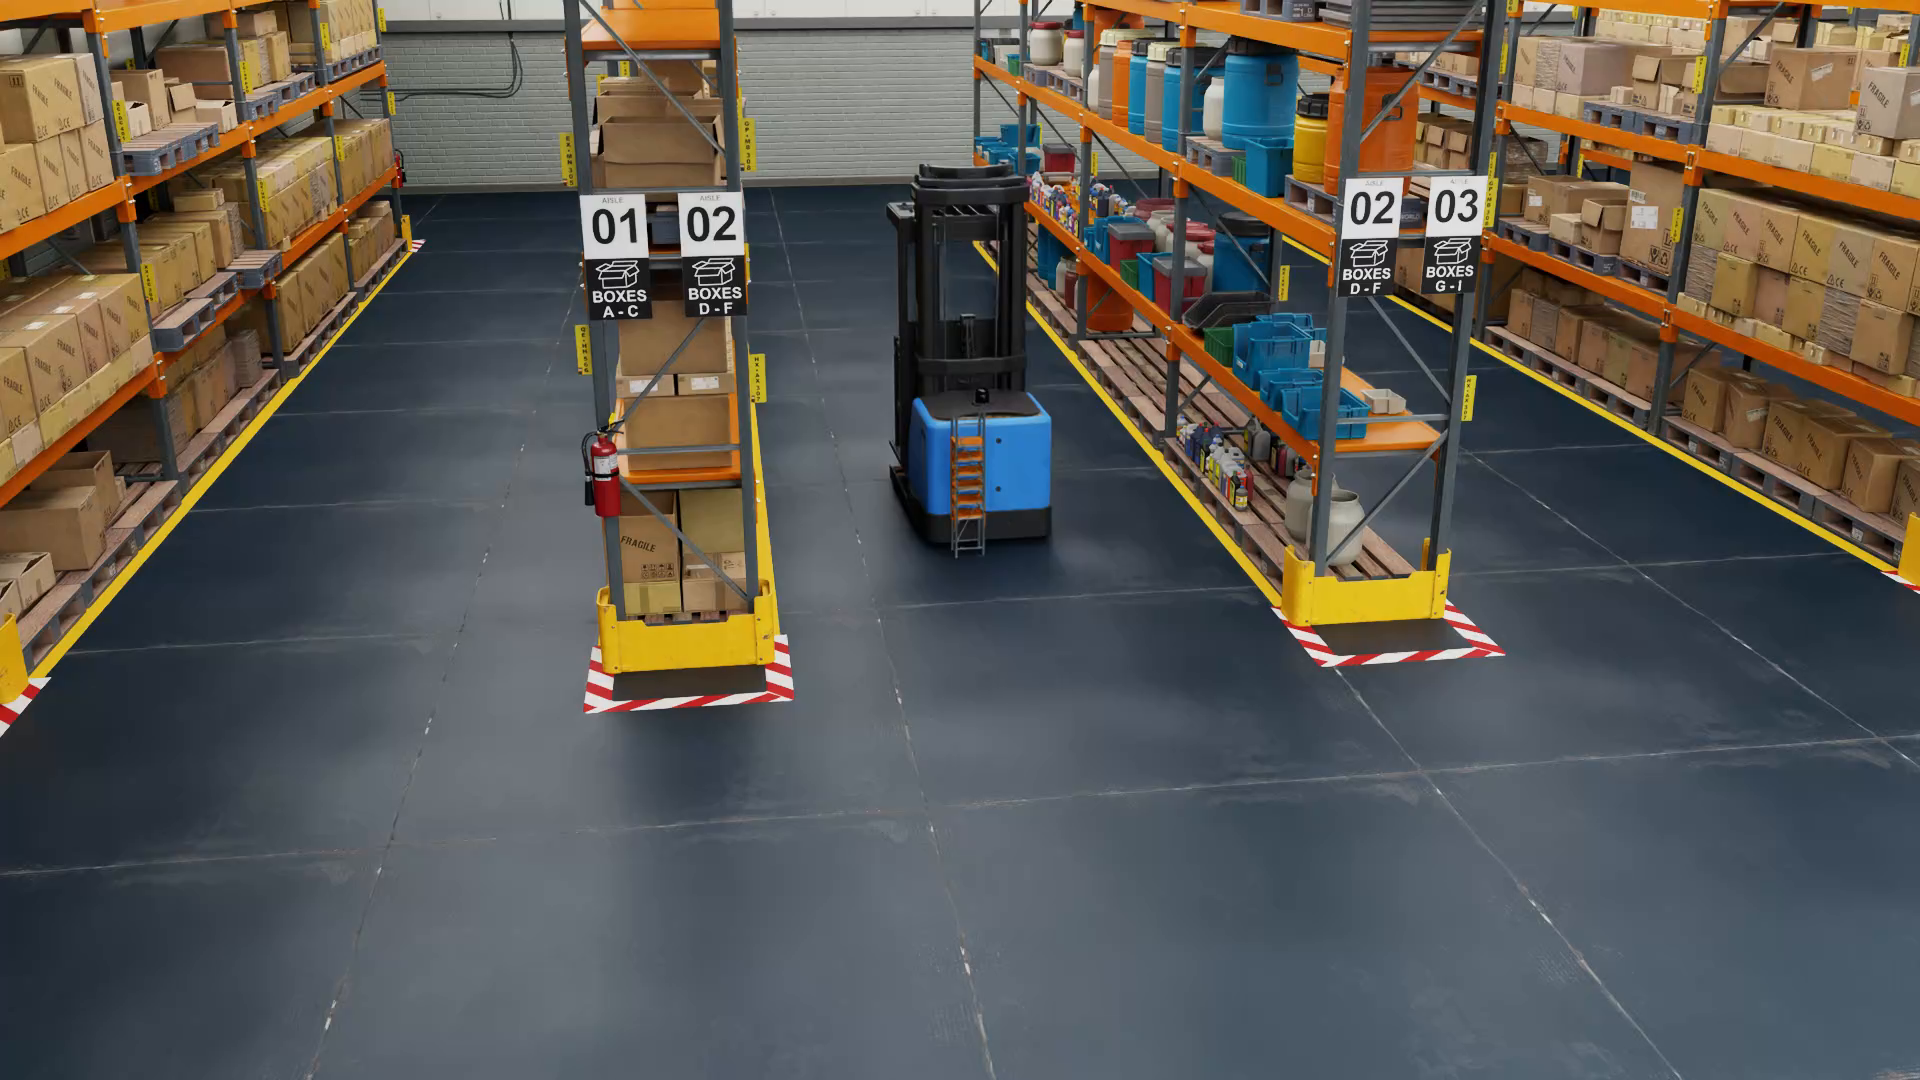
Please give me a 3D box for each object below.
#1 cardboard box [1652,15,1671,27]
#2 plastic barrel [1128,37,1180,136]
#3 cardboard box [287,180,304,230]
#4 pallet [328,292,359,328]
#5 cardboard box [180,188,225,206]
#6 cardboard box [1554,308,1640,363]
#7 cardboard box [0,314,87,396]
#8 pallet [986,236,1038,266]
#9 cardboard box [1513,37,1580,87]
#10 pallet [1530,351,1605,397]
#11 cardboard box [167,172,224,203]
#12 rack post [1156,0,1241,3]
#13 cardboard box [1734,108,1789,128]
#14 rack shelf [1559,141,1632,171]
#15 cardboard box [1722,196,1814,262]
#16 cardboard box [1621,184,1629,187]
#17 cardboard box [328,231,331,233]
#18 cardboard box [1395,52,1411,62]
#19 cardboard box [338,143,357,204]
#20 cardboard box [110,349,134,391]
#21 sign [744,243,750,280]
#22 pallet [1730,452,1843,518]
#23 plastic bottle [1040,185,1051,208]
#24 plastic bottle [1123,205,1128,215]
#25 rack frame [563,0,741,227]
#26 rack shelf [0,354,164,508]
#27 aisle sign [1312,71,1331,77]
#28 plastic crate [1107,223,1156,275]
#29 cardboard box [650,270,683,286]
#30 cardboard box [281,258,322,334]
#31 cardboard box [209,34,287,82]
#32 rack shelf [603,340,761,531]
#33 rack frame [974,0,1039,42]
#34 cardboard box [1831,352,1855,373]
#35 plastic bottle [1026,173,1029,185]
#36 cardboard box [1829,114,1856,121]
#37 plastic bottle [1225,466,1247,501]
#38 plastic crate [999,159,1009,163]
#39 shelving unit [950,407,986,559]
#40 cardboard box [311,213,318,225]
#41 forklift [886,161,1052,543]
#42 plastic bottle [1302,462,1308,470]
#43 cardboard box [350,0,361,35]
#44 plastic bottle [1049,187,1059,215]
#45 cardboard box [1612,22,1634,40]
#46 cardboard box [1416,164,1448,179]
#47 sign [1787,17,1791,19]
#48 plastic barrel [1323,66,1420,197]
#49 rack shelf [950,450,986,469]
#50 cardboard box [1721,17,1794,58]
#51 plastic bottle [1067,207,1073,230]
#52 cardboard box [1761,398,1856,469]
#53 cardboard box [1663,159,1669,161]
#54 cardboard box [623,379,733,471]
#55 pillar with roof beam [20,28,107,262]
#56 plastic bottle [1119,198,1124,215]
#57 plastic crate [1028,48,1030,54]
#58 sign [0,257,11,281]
[{"bbox_3d":[10.591,-7.758,24.843,0.380,0.149,0.250,-3,21,-8],"label":"cardboard box"},{"bbox_3d":[1.971,-4.484,16.432,0.600,0.901,0.708,-3,21,-8],"label":"plastic barrel"},{"bbox_3d":[-7.886,-3.842,19.119,0.500,0.500,0.500,-3,21,-8],"label":"cardboard box"},{"bbox_3d":[-8.323,-2.927,21.251,1.003,0.211,1.213,-3,21,-8],"label":"pallet"},{"bbox_3d":[-7.853,-3.550,17.236,0.380,0.149,0.250,-6,21,-15],"label":"cardboard box"},{"bbox_3d":[7.070,-2.278,18.472,0.700,0.500,0.500,-1,21,-3],"label":"cardboard box"},{"bbox_3d":[-6.766,-1.342,12.135,0.500,0.500,0.500,-2,21,-6],"label":"cardboard box"},{"bbox_3d":[0.971,-4.366,25.104,1.003,0.211,1.213,-3,21,-8],"label":"pallet"},{"bbox_3d":[6.586,-5.372,18.666,0.500,0.500,0.500,-3,21,-7],"label":"cardboard box"},{"bbox_3d":[7.056,-1.863,18.401,1.003,0.211,1.213,-3,21,-8],"label":"pallet"},{"bbox_3d":[-8.254,-3.802,17.941,0.500,0.250,0.500,-2,21,-6],"label":"cardboard box"},{"bbox_3d":[2.079,-5.808,16.119,1.013,1.000,3.121,-3,21,-8],"label":"rack post"},{"bbox_3d":[7.197,-3.781,14.910,0.380,0.149,0.250,-4,21,-10],"label":"cardboard box"},{"bbox_3d":[10.830,-5.817,26.031,1.077,0.370,4.000,-3,21,-8],"label":"rack shelf"},{"bbox_3d":[7.236,-2.789,14.899,0.500,0.500,0.500,-3,21,-8],"label":"cardboard box"},{"bbox_3d":[10.869,-5.815,27.624,0.380,0.149,0.250,-3,21,-7],"label":"cardboard box"},{"bbox_3d":[-8.807,-4.303,22.997,0.380,0.149,0.250,-4,21,-9],"label":"cardboard box"},{"bbox_3d":[6.289,-6.694,22.323,0.700,0.500,0.500,-2,21,-6],"label":"cardboard box"},{"bbox_3d":[-8.571,-4.826,21.921,0.980,0.700,0.700,-3,21,-7],"label":"cardboard box"},{"bbox_3d":[-6.924,-1.344,13.214,0.500,0.250,0.500,-3,21,-8],"label":"cardboard box"},{"bbox_3d":[-1.905,-2.449,14.635,0.100,0.325,0.005,-3,21,-8],"label":"sign"},{"bbox_3d":[7.660,-0.516,14.795,1.003,0.211,1.213,-3,21,-8],"label":"pallet"},{"bbox_3d":[1.118,-4.438,21.489,0.152,0.276,0.135,-3,21,-8],"label":"plastic bottle"},{"bbox_3d":[2.012,-3.916,20.097,0.097,0.271,0.097,0,20,0],"label":"plastic bottle"},{"bbox_3d":[-1.878,-3.403,9.967,1.000,3.000,0.127,-3,21,-8],"label":"rack frame"},{"bbox_3d":[-7.067,-0.697,12.324,1.077,0.370,4.000,-3,21,-8],"label":"rack shelf"},{"bbox_3d":[5.906,-7.889,26.835,0.394,0.787,0.004,-3,21,-8],"label":"aisle sign"},{"bbox_3d":[1.801,-3.066,17.547,0.402,0.464,0.583,-3,21,-8],"label":"plastic crate"},{"bbox_3d":[-2.021,-1.610,11.742,0.700,0.500,0.500,-3,21,-9],"label":"cardboard box"},{"bbox_3d":[-8.029,-2.866,19.575,0.750,0.750,0.750,-3,21,-8],"label":"cardboard box"},{"bbox_3d":[-8.347,-5.655,19.511,0.700,0.500,0.500,-3,21,-9],"label":"cardboard box"},{"bbox_3d":[-2.166,-0.948,12.996,1.077,0.370,4.000,-3,21,-8],"label":"rack shelf"},{"bbox_3d":[0.718,-9.191,25.464,1.000,3.000,0.127,-3,21,-8],"label":"rack frame"},{"bbox_3d":[7.484,-1.494,13.787,0.380,0.149,0.250,-3,21,-8],"label":"cardboard box"},{"bbox_3d":[0.925,-4.793,22.429,0.061,0.283,0.133,-3,21,-8],"label":"plastic bottle"},{"bbox_3d":[7.817,-3.626,14.495,0.380,0.149,0.250,-4,21,-9],"label":"cardboard box"},{"bbox_3d":[2.317,-0.474,13.962,0.152,0.276,0.135,-3,21,-7],"label":"plastic bottle"},{"bbox_3d":[0.746,-5.488,24.415,0.293,0.136,0.466,-3,21,-8],"label":"plastic crate"},{"bbox_3d":[0.064,-0.449,13.205,0.258,1.200,0.189,-4,21,-10],"label":"shelving unit"},{"bbox_3d":[-8.062,-3.931,20.284,0.380,0.149,0.250,-3,21,-8],"label":"cardboard box"},{"bbox_3d":[-0.024,-1.829,14.425,1.130,2.935,3.031,-4,21,-10],"label":"forklift"},{"bbox_3d":[2.993,-0.568,14.319,0.097,0.201,0.097,0,20,0],"label":"plastic bottle"},{"bbox_3d":[-8.565,-7.218,22.866,0.500,0.500,0.500,-4,21,-10],"label":"cardboard box"},{"bbox_3d":[1.198,-4.270,20.931,0.144,0.351,0.185,-3,21,-8],"label":"plastic bottle"},{"bbox_3d":[10.485,-7.894,25.777,0.500,0.250,0.500,-3,21,-7],"label":"cardboard box"},{"bbox_3d":[6.239,-4.595,21.589,0.500,0.500,0.500,-3,21,-7],"label":"cardboard box"},{"bbox_3d":[11.667,-7.322,23.445,0.100,0.325,0.005,-3,21,-8],"label":"sign"},{"bbox_3d":[2.829,-2.806,11.442,0.600,0.830,0.708,-3,21,-8],"label":"plastic barrel"},{"bbox_3d":[0.064,-0.633,13.136,0.258,0.103,0.180,-4,21,-10],"label":"rack shelf"},{"bbox_3d":[11.064,-6.973,23.069,0.700,0.500,0.500,-3,21,-8],"label":"cardboard box"},{"bbox_3d":[1.331,-3.858,19.942,0.097,0.271,0.097,0,20,0],"label":"plastic bottle"},{"bbox_3d":[7.624,-0.952,14.951,0.500,0.500,0.500,-5,21,-13],"label":"cardboard box"},{"bbox_3d":[10.721,-5.610,24.808,0.380,0.149,0.250,-2,21,-6],"label":"cardboard box"},{"bbox_3d":[-1.932,-0.802,11.433,0.700,0.500,0.500,-3,21,-8],"label":"cardboard box"},{"bbox_3d":[-4.341,-5.645,15.970,9.100,9.000,0.400,-3,21,-8],"label":"pillar with roof beam"},{"bbox_3d":[2.006,-4.079,20.533,0.097,0.271,0.097,0,20,0],"label":"plastic bottle"},{"bbox_3d":[1.143,-7.360,25.150,0.450,0.188,0.336,-3,21,-8],"label":"plastic crate"},{"bbox_3d":[-7.904,-2.240,13.771,0.100,0.325,0.005,-3,21,-8],"label":"sign"}]
